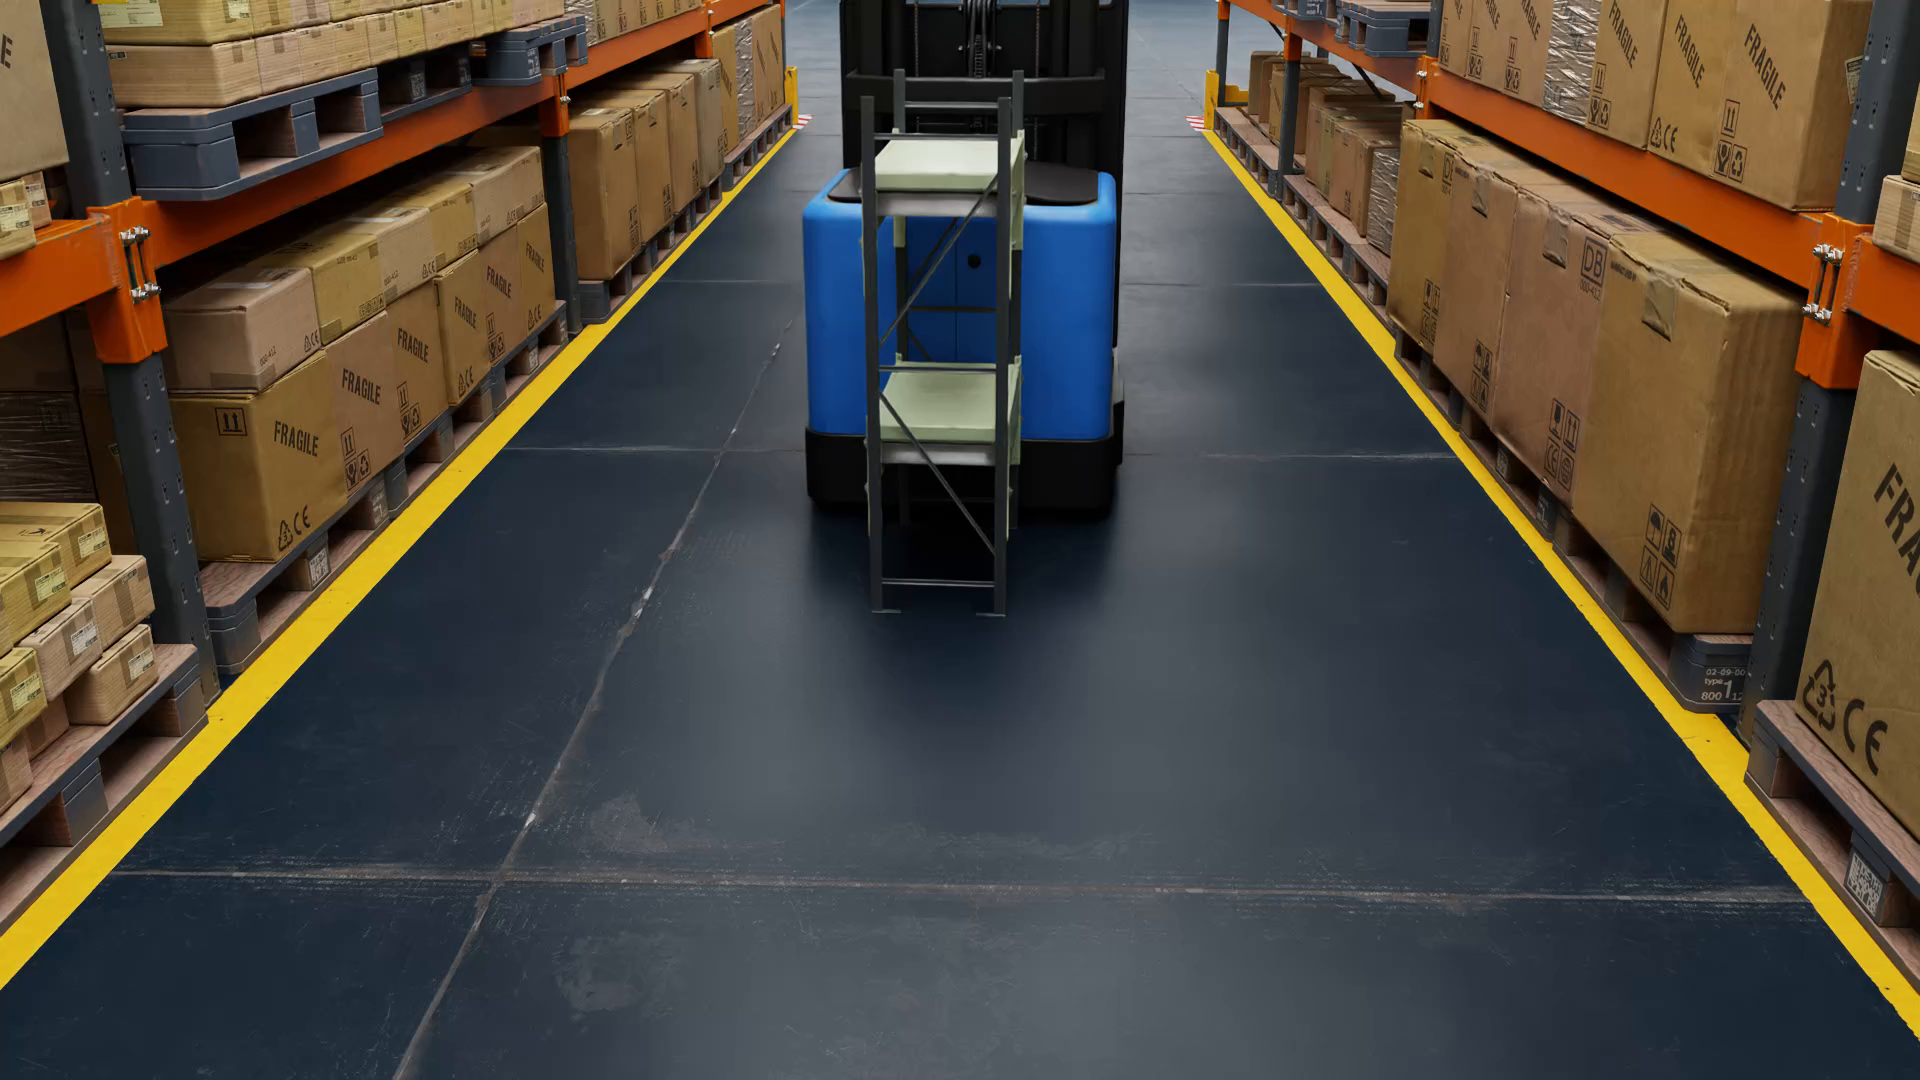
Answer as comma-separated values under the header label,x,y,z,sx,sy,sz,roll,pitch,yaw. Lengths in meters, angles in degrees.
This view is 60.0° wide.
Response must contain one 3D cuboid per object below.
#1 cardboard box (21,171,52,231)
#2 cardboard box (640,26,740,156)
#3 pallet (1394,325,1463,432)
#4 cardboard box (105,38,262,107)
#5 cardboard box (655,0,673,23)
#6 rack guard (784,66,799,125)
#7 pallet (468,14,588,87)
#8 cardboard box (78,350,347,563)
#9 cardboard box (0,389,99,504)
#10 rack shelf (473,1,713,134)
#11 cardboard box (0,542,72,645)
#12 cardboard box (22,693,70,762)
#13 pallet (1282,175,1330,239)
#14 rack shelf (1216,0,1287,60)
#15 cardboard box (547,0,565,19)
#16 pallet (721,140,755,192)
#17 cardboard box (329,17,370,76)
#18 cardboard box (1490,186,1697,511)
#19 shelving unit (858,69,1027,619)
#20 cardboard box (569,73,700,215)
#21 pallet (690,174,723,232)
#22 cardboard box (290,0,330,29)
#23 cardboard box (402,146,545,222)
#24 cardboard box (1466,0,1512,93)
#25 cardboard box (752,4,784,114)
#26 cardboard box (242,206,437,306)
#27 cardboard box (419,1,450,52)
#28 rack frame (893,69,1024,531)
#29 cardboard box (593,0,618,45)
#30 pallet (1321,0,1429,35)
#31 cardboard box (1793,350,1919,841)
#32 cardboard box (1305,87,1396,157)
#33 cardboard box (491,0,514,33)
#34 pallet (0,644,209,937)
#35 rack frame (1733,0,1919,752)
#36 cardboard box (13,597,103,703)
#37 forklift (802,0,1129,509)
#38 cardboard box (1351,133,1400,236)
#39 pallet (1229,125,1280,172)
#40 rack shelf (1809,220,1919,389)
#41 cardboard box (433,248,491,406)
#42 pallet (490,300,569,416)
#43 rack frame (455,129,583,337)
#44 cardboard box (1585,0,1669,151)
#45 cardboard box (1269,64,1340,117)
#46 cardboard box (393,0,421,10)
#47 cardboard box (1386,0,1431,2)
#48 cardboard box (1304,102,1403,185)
label,x,y,z,sx,sy,sz,roll,pitch,yaw
cardboard box,-2.253,-0.743,3.644,0.380,0.149,0.250,0,21,1
cardboard box,-2.146,-3.290,12.219,0.875,0.875,0.875,1,21,2
pallet,2.498,-0.737,7.136,1.003,0.211,1.213,1,21,2
cardboard box,-2.007,-1.182,4.195,0.380,0.149,0.250,0,21,-1
cardboard box,-2.015,-3.348,9.872,0.500,0.500,0.500,1,21,2
rack guard,-2.113,-4.148,15.528,1.175,0.500,0.348,1,21,2
pallet,-2.272,-2.064,6.966,1.213,0.211,1.003,1,21,2
cardboard box,-2.191,-0.260,4.929,0.500,0.500,0.500,1,21,4
cardboard box,-2.708,-0.267,4.944,0.500,0.500,0.500,0,21,1
rack shelf,-2.296,-2.800,9.593,1.077,0.370,4.000,1,21,2
cardboard box,-2.198,0.115,3.625,0.380,0.149,0.250,1,21,2
cardboard box,-2.242,0.406,3.696,0.380,0.149,0.250,1,21,3
pallet,2.697,-2.186,10.870,1.003,0.211,1.213,1,21,2
rack shelf,2.780,-4.155,13.085,1.077,0.370,4.000,1,21,2
cardboard box,-1.913,-2.307,7.095,0.380,0.149,0.250,1,21,3
pallet,-2.134,-2.832,12.537,1.003,0.211,1.213,1,21,2
cardboard box,-1.984,-1.463,4.920,0.380,0.149,0.250,1,21,2
cardboard box,2.502,-0.635,5.374,1.225,0.875,0.875,0,21,0
shelving unit,-0.035,-0.607,5.021,0.431,1.500,0.755,2,21,4
cardboard box,-2.198,-2.431,10.177,1.050,0.750,0.750,1,21,2
pallet,-2.184,-2.278,11.109,1.003,0.211,1.213,1,21,2
cardboard box,-1.994,-1.508,4.623,0.380,0.149,0.250,1,21,3
cardboard box,-2.116,-1.542,7.194,0.500,0.250,0.500,0,21,0
cardboard box,2.297,-2.008,6.420,0.500,0.500,0.500,0,21,0
cardboard box,-2.068,-4.264,14.728,0.875,0.875,0.875,1,21,2
cardboard box,-2.159,-0.987,5.764,0.500,0.250,0.500,1,21,4
cardboard box,-1.962,-1.745,5.646,0.380,0.149,0.250,0,21,-1
rack frame,-0.005,-0.739,5.361,0.400,1.500,0.023,2,21,4
cardboard box,-2.061,-2.802,8.465,0.500,0.500,0.500,0,21,1
pallet,2.617,-2.948,9.244,1.003,0.211,1.213,1,21,2
cardboard box,2.376,0.158,3.332,0.875,0.875,0.875,1,21,2
cardboard box,2.771,-2.942,11.839,0.500,0.500,0.500,0,21,0
cardboard box,-1.941,-2.034,6.392,0.380,0.149,0.250,0,21,1
pallet,-2.464,0.577,3.749,1.003,0.211,1.213,1,21,2
rack frame,2.476,-0.875,3.636,1.000,3.000,0.127,1,21,2
cardboard box,-2.166,0.244,3.702,0.380,0.149,0.250,0,21,-1
forklift,0.111,-1.961,6.531,1.130,2.935,3.031,2,21,4
cardboard box,2.612,-2.009,9.407,0.700,0.500,0.500,2,21,6
pallet,2.739,-3.153,13.362,1.003,0.211,1.213,1,21,2
rack shelf,2.415,0.184,1.903,1.077,0.370,4.000,1,21,2
cardboard box,-2.135,-0.823,6.377,0.500,0.500,0.500,0,21,-1
pallet,-2.382,-0.830,7.375,1.003,0.211,1.213,1,21,2
rack frame,-2.357,-2.412,7.599,1.000,3.000,0.127,1,21,2
cardboard box,2.248,-1.461,5.010,0.500,0.500,0.500,0,21,1
cardboard box,2.783,-3.576,13.473,0.500,0.500,0.500,3,21,7
cardboard box,-1.972,-1.795,5.364,0.380,0.149,0.250,0,21,1
cardboard box,2.491,-2.962,8.297,0.700,0.500,0.500,4,22,10
cardboard box,2.679,-2.585,10.892,0.700,0.500,0.500,-1,21,-3
